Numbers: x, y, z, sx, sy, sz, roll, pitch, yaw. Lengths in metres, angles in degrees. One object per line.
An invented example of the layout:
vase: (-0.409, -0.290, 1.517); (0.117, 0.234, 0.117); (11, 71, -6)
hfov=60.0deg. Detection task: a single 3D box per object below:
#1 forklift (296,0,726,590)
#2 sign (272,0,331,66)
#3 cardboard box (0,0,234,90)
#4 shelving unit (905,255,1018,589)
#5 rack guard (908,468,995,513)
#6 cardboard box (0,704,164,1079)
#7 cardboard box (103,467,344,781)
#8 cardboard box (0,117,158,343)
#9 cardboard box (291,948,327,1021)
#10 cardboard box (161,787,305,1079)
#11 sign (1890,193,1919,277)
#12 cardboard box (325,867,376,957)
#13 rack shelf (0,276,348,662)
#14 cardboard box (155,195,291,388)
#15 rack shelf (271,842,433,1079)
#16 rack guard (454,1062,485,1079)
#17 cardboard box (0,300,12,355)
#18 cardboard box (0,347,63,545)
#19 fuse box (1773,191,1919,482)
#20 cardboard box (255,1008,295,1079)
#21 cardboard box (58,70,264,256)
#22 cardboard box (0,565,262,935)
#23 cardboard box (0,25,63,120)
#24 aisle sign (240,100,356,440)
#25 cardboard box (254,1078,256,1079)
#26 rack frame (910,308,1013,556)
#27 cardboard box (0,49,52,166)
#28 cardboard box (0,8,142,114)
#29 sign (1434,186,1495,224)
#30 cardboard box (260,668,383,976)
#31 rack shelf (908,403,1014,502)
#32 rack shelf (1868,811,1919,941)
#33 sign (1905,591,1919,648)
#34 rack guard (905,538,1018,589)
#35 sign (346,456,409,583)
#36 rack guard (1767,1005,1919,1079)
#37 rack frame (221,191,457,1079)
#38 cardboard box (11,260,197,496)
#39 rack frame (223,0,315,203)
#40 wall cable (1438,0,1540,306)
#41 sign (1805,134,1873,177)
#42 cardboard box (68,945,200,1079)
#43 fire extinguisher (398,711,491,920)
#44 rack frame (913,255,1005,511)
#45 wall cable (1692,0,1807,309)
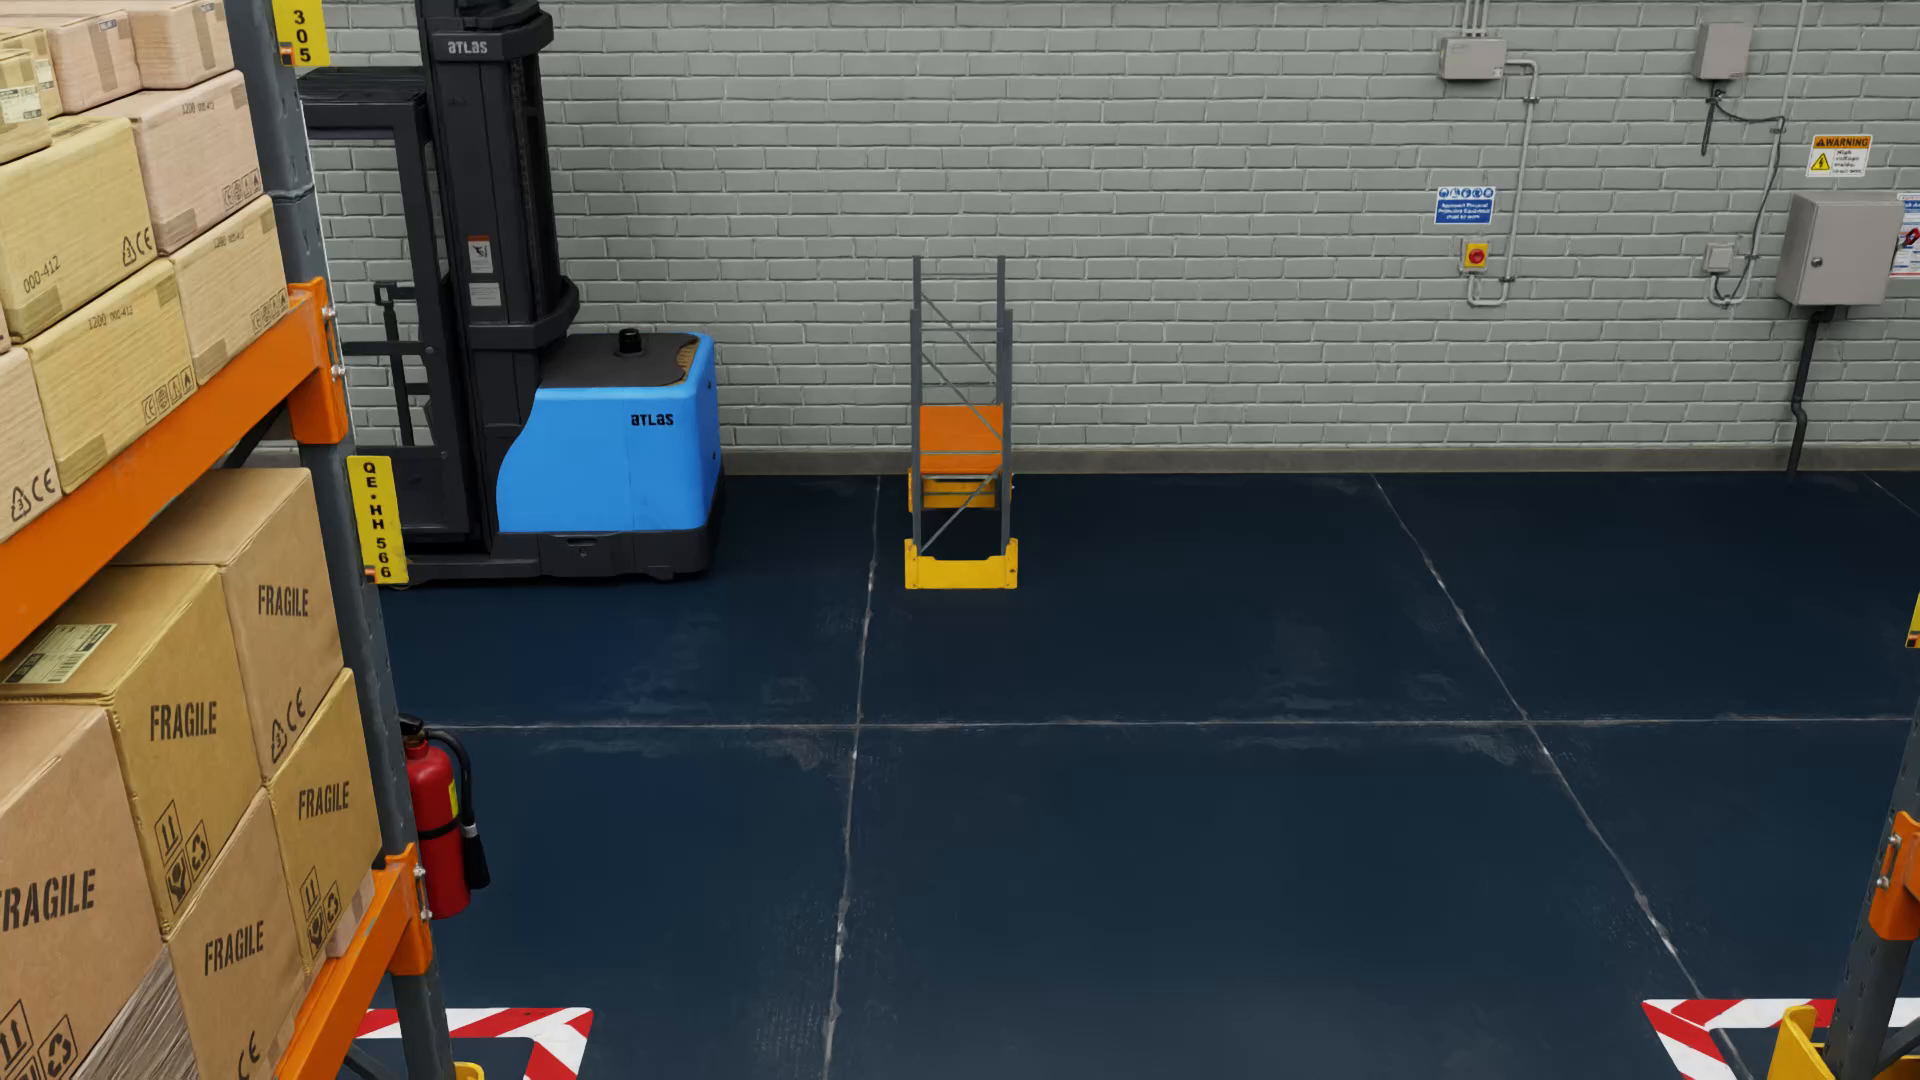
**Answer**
forklift: (-2.845, -1.295, 8.557); (3.031, 2.935, 1.130); (-1, 24, -2)
sign: (-1.372, -1.144, 3.425); (0.100, 0.325, 0.005); (0, 24, -1)
cardboard box: (-1.630, -0.952, 3.166); (0.380, 0.149, 0.250); (0, 24, -1)
shelving unit: (0.001, -0.652, 8.871); (0.587, 1.500, 1.083); (0, 24, -1)
rack guard: (-0.005, -0.288, 9.583); (0.587, 0.250, 0.087); (0, 24, -1)
cardboard box: (-1.653, 0.594, 2.600); (0.500, 0.500, 0.500); (1, 24, 2)
cardboard box: (-1.673, 0.171, 3.536); (0.500, 0.500, 0.500); (-1, 24, -2)
cardboard box: (-1.661, -0.506, 2.665); (0.500, 0.250, 0.500); (-1, 24, -2)
cardboard box: (-1.676, 0.971, 3.769); (0.380, 0.149, 0.250); (0, 24, -1)
cardboard box: (-1.664, 0.836, 3.280); (0.500, 0.500, 0.500); (-1, 24, -1)
sign: (5.531, -1.760, 9.618); (0.329, 0.494, 0.001); (0, 24, -1)
cardboard box: (-1.641, 0.868, 3.996); (0.380, 0.149, 0.250); (0, 24, 0)
rack shelf: (-1.905, 0.406, 1.946); (1.077, 0.370, 4.000); (0, 24, -1)
cardboard box: (-1.657, -0.492, 3.239); (0.500, 0.250, 0.500); (-1, 24, -2)
rack shelf: (-1.905, 1.772, 2.564); (1.077, 0.370, 4.000); (0, 24, -1)
rack guard: (-1.926, 1.791, 4.684); (1.175, 0.500, 0.348); (0, 24, -1)
cardboard box: (-1.658, -0.295, 2.198); (0.500, 0.250, 0.500); (0, 24, 0)
cardboard box: (-1.653, -0.077, 2.322); (0.500, 0.250, 0.500); (1, 24, 2)
fuse box: (5.039, -1.129, 9.670); (0.539, 1.711, 0.414); (0, 24, -1)
cardboard box: (-1.658, 1.074, 3.540); (0.380, 0.149, 0.250); (0, 24, -1)
cardboard box: (-1.668, -0.717, 3.131); (0.500, 0.250, 0.500); (-1, 24, -2)
cardboard box: (-1.668, 0.380, 3.074); (0.500, 0.500, 0.500); (-1, 24, -2)
cardboard box: (-1.721, -0.744, 2.706); (0.380, 0.149, 0.250); (-1, 24, -2)
aisle sign: (-1.628, -0.595, 3.772); (0.394, 0.787, 0.004); (0, 24, -1)
cardboard box: (-1.632, 1.179, 3.308); (0.380, 0.149, 0.250); (0, 24, 1)
rack frame: (0.006, -0.439, 8.400); (0.500, 1.500, 0.032); (0, 24, -1)
cardboard box: (-1.610, -0.635, 2.467); (0.380, 0.149, 0.250); (0, 24, 0)
cardboard box: (-1.703, -0.850, 2.940); (0.380, 0.149, 0.250); (0, 24, 0)
sign: (2.888, -1.915, 9.516); (0.327, 0.218, 0.001); (0, 24, -1)
cardboard box: (-1.665, 0.623, 3.749); (0.500, 0.500, 0.500); (0, 24, 1)
rack shelf: (0.001, -0.484, 8.937); (0.538, 0.185, 1.000); (0, 24, -1)
rack shelf: (3.043, 1.709, 2.705); (1.077, 0.370, 4.000); (0, 24, -1)
sign: (2.467, 0.126, 4.184); (0.100, 0.325, 0.005); (0, 24, -1)
rack guard: (0.006, 0.123, 8.675); (0.587, 0.250, 0.087); (0, 24, -1)
sign: (-1.372, -0.045, 3.922); (0.100, 0.325, 0.005); (0, 24, -1)
rack guard: (3.021, 1.686, 4.916); (1.175, 0.500, 0.348); (0, 24, -1)
rack frame: (-1.927, 0.621, 4.238); (1.000, 3.000, 0.127); (0, 24, -1)
cardboard box: (-1.645, -0.281, 2.774); (0.500, 0.250, 0.500); (0, 24, 0)
rack frame: (-1.927, -2.113, 3.002); (1.000, 3.000, 0.127); (0, 24, -1)
wall cable: (2.937, -2.244, 9.301); (0.585, 1.953, 0.123); (0, 24, -1)
sign: (4.981, -2.177, 9.422); (0.339, 0.242, 0.001); (0, 24, -1)
cardboard box: (-1.649, 1.045, 2.818); (0.500, 0.500, 0.500); (0, 24, 0)
fire extinguisher: (-1.468, 0.720, 4.565); (0.296, 0.674, 0.183); (0, 24, -1)
rack frame: (-0.005, -0.858, 9.326); (0.500, 1.500, 0.032); (0, 24, -1)
wall cable: (4.355, -2.241, 9.332); (0.588, 1.984, 0.122); (0, 24, -1)
